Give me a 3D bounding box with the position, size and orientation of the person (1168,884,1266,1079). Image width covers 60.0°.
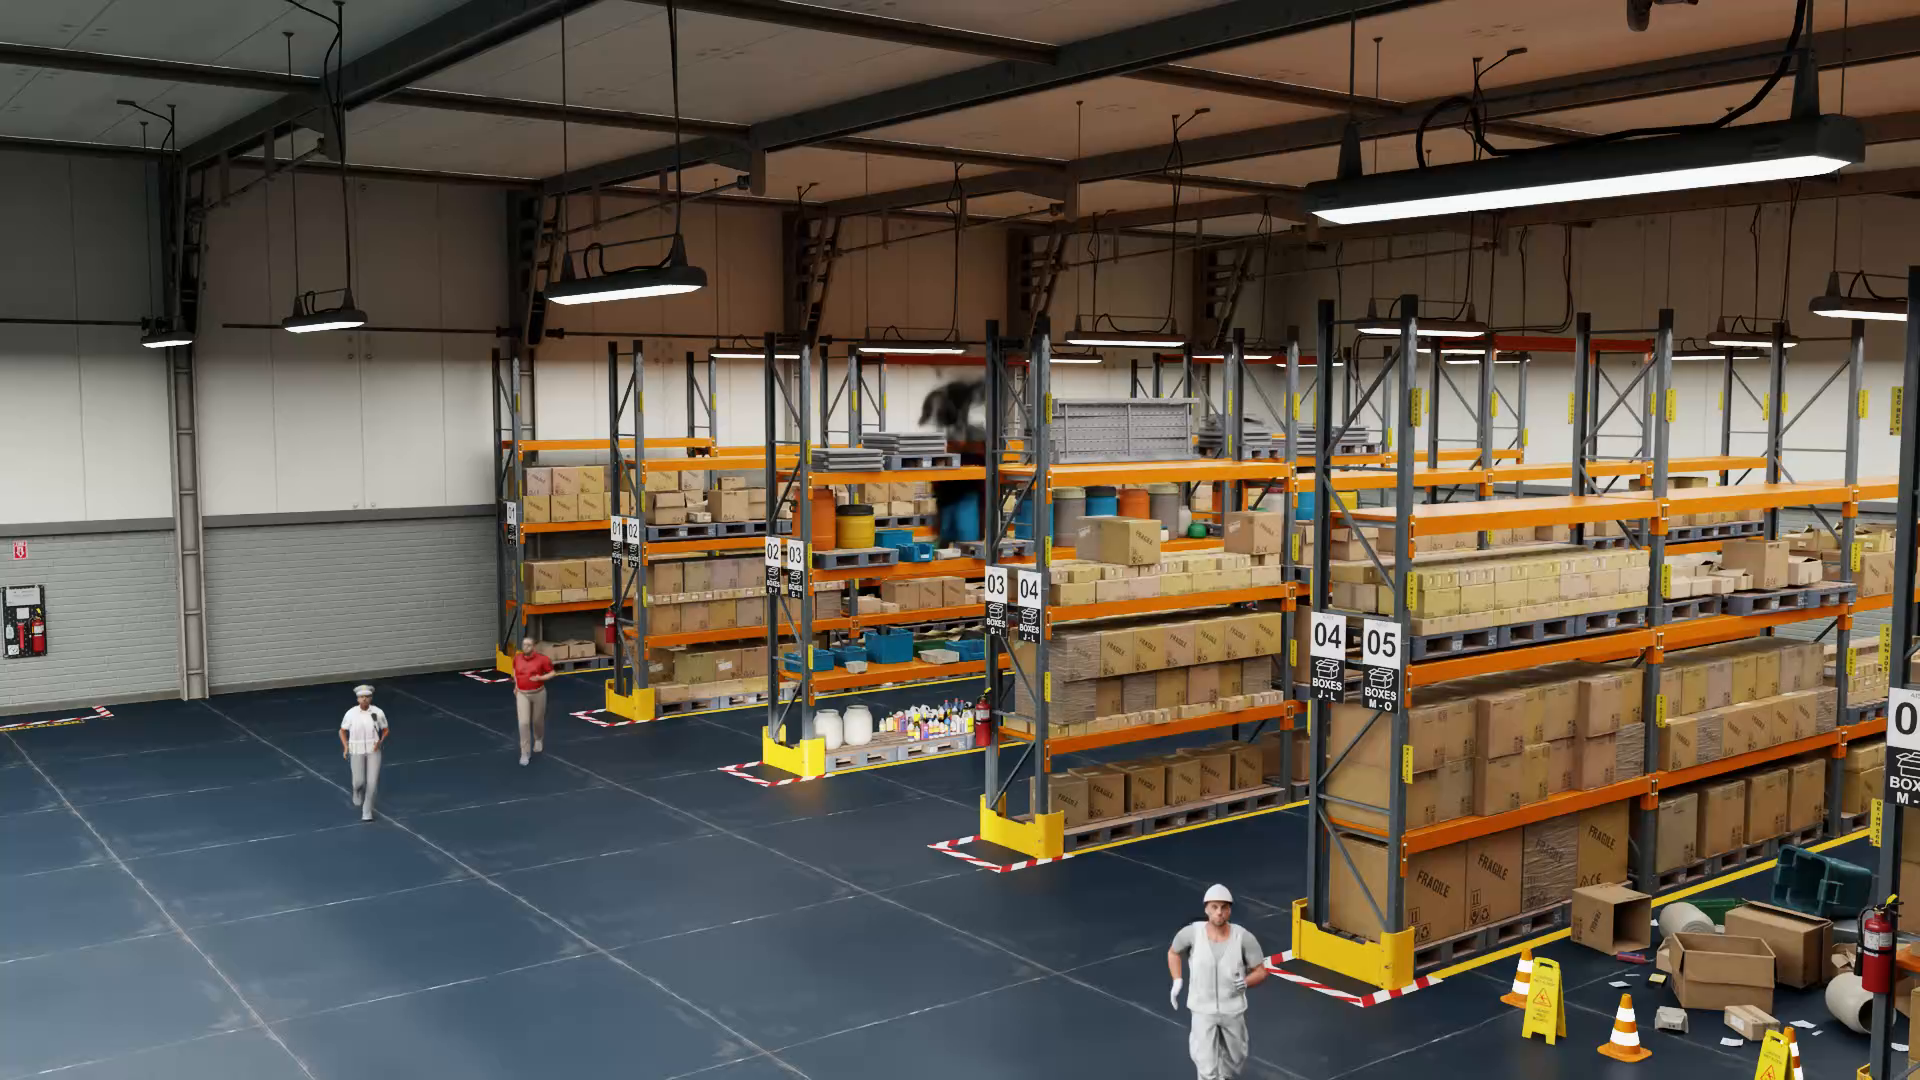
[{"bbox_3d":[1.777,3.255,11.499,0.665,1.768,0.981,0,5,4],"label":"person"}]

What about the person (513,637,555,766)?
[{"bbox_3d":[-6.045,2.243,23.528,0.623,1.765,0.910,0,5,-4],"label":"person"}]

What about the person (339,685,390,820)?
[{"bbox_3d":[-7.222,2.574,20.201,0.574,1.641,0.561,-2,5,-22],"label":"person"}]
